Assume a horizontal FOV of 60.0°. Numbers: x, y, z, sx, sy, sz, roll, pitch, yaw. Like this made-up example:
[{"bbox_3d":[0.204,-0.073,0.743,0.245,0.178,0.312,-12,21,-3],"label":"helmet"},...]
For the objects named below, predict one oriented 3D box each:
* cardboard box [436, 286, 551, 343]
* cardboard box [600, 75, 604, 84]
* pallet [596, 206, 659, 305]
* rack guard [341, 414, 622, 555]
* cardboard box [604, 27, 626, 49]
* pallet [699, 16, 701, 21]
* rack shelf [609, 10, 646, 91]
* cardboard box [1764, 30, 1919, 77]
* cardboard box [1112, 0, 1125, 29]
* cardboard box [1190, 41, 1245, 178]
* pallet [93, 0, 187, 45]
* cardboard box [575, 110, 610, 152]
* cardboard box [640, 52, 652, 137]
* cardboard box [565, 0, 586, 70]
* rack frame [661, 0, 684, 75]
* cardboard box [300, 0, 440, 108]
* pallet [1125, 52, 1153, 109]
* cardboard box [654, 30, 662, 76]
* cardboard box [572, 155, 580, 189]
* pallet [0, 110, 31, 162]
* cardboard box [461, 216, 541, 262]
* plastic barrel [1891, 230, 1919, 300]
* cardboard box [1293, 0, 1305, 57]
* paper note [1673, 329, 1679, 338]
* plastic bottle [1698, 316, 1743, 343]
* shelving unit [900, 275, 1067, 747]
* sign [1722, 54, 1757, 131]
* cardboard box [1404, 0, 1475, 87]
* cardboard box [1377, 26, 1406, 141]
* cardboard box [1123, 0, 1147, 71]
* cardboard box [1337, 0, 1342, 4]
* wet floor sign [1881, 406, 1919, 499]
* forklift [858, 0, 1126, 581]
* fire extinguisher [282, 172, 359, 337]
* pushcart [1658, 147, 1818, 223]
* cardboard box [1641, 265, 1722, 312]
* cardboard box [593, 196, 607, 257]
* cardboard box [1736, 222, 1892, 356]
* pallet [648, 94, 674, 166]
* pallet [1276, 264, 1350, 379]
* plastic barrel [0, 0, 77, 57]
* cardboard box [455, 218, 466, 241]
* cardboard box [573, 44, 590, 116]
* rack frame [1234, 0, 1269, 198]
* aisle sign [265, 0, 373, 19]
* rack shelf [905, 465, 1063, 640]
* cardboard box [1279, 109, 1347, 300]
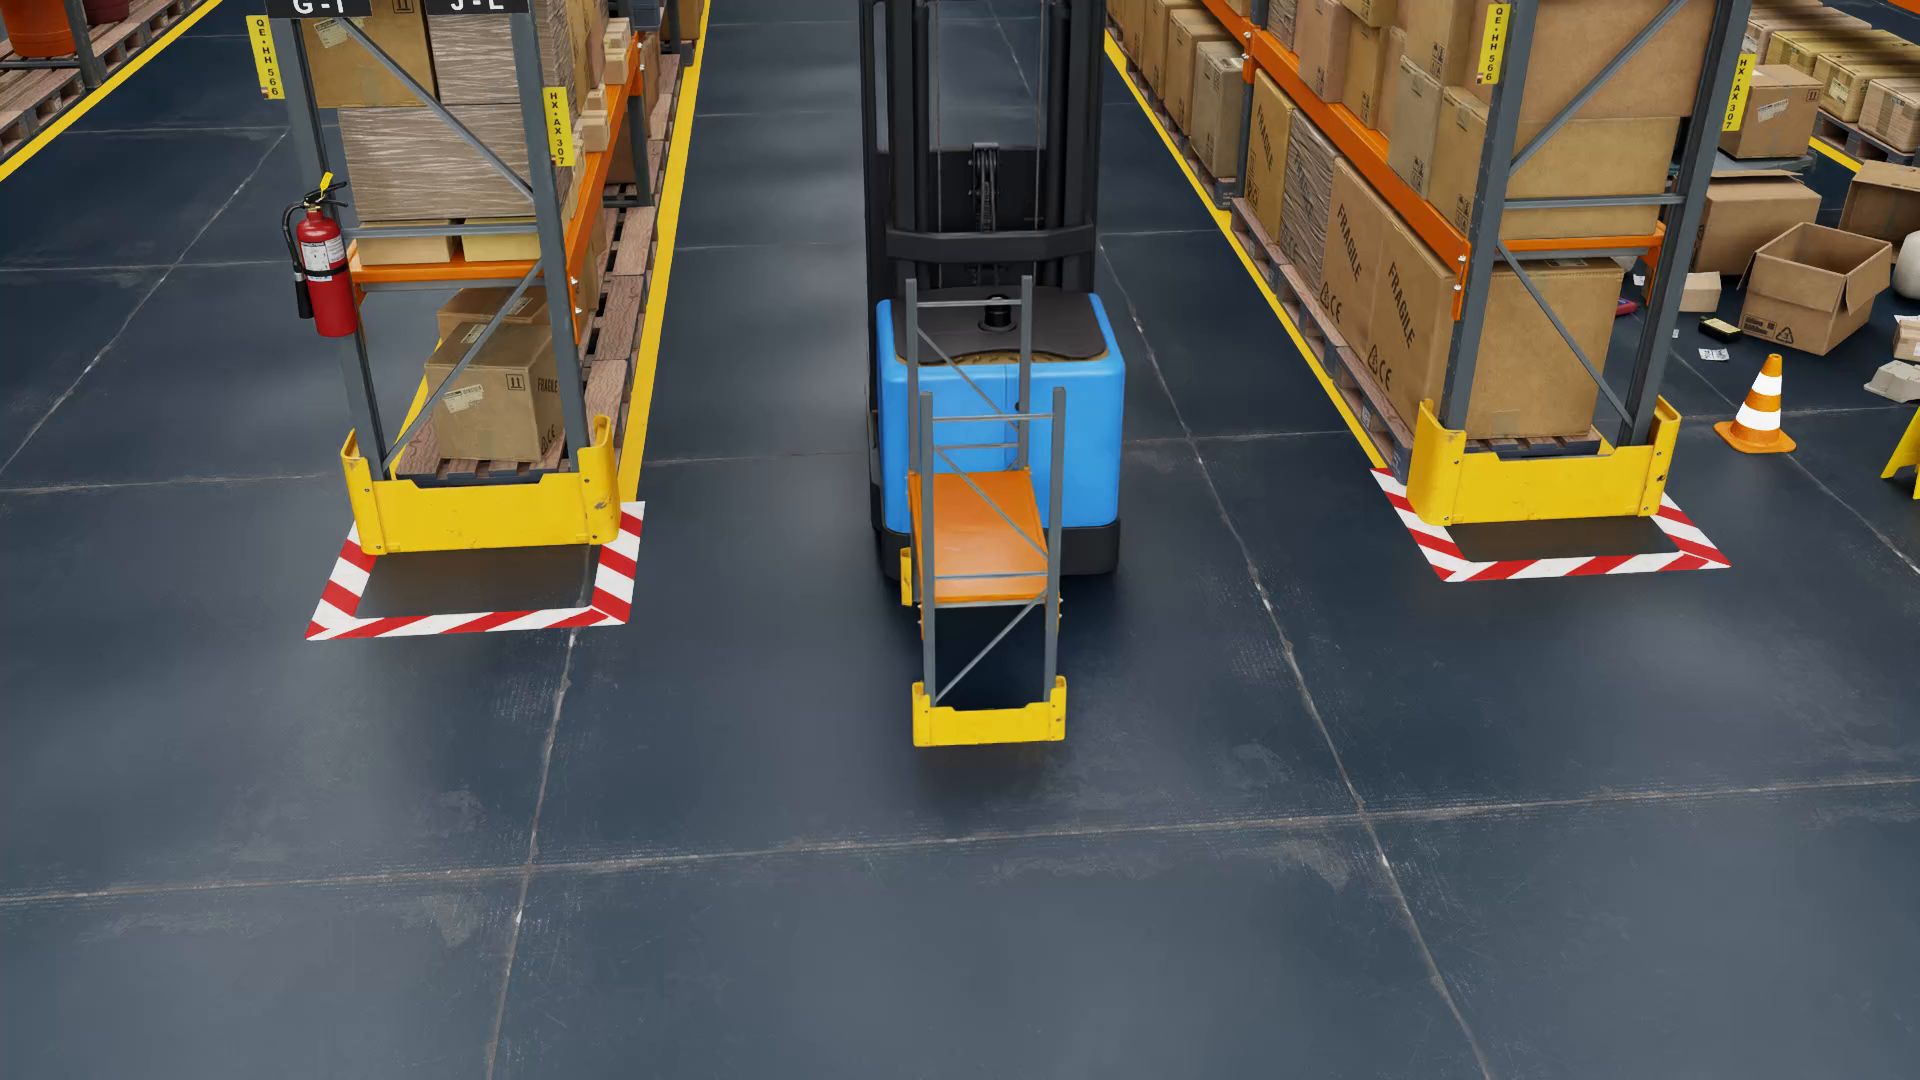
[{"bbox_3d":[-2.318,-1.024,8.567,0.500,0.500,0.500,5,31,8],"label":"cardboard box"},{"bbox_3d":[-2.180,-2.492,9.241,0.380,0.149,0.250,-3,31,-5],"label":"cardboard box"},{"bbox_3d":[-2.462,-1.797,10.553,1.003,0.211,1.213,-3,31,-5],"label":"pallet"},{"bbox_3d":[-2.193,-0.259,7.696,1.175,0.500,0.348,-3,31,-5],"label":"rack guard"},{"bbox_3d":[-2.233,-3.004,10.099,0.380,0.149,0.250,-3,31,-5],"label":"cardboard box"},{"bbox_3d":[-3.043,-5.208,16.264,1.003,0.211,1.213,-3,31,-5],"label":"pallet"},{"bbox_3d":[-2.747,-4.048,12.304,1.077,0.370,4.000,-3,31,-5],"label":"rack shelf"},{"bbox_3d":[7.118,-3.852,13.427,0.950,0.372,0.625,-2,31,-3],"label":"cardboard box"},{"bbox_3d":[1.692,-4.995,15.215,0.500,0.500,0.500,-3,31,-5],"label":"cardboard box"},{"bbox_3d":[2.240,-3.049,11.714,1.050,0.750,0.750,-3,31,-5],"label":"cardboard box"},{"bbox_3d":[-8.091,-4.966,15.857,1.003,0.211,1.213,-3,31,-5],"label":"pallet"},{"bbox_3d":[-2.019,-2.113,8.608,0.380,0.149,0.250,-3,31,-5],"label":"cardboard box"},{"bbox_3d":[-2.674,-3.296,12.352,0.700,0.500,0.500,-5,31,-9],"label":"cardboard box"},{"bbox_3d":[-2.006,-2.443,7.552,0.500,0.500,0.500,-3,31,-5],"label":"cardboard box"},{"bbox_3d":[-2.934,-5.378,13.829,1.000,3.000,0.127,-3,31,-5],"label":"rack frame"},{"bbox_3d":[-2.484,-2.162,7.083,0.500,0.500,0.500,-3,31,-5],"label":"cardboard box"},{"bbox_3d":[2.013,-3.961,14.175,1.003,0.211,1.213,-3,31,-5],"label":"pallet"},{"bbox_3d":[-2.851,-4.153,13.786,0.700,0.500,0.500,-4,31,-7],"label":"cardboard box"},{"bbox_3d":[-2.032,-1.726,7.960,0.380,0.149,0.250,-3,31,-5],"label":"cardboard box"},{"bbox_3d":[-7.720,-2.925,12.441,1.003,0.211,1.213,-3,31,-5],"label":"pallet"},{"bbox_3d":[-1.976,-1.343,7.318,0.380,0.149,0.250,-3,31,-5],"label":"cardboard box"},{"bbox_3d":[5.980,-1.644,10.090,0.512,0.421,0.421,20,36,29],"label":"plastic barrel"},{"bbox_3d":[2.508,-3.119,9.900,0.875,0.550,0.550,-3,31,-5],"label":"cardboard box"},{"bbox_3d":[4.202,-1.214,9.772,0.032,0.001,0.123,13,33,21],"label":"paper note"},{"bbox_3d":[4.444,-1.244,9.773,0.133,0.061,0.283,-14,33,-22],"label":"plastic bottle"},{"bbox_3d":[0.074,-0.131,6.507,0.587,1.500,1.083,-2,31,-4],"label":"shelving unit"},{"bbox_3d":[3.315,-1.909,7.099,0.100,0.325,0.005,-3,31,-5],"label":"sign"},{"bbox_3d":[2.622,-2.475,7.770,0.875,0.550,0.550,-3,31,-5],"label":"cardboard box"},{"bbox_3d":[2.681,-2.303,8.534,0.875,0.550,0.550,-3,31,-5],"label":"cardboard box"},{"bbox_3d":[1.981,-4.463,14.082,1.050,0.750,0.750,-3,31,-5],"label":"cardboard box"},{"bbox_3d":[2.469,-3.302,9.154,0.875,0.550,0.550,-3,31,-5],"label":"cardboard box"},{"bbox_3d":[4.736,-0.549,8.040,0.267,0.644,0.232,-8,32,-13],"label":"wet floor sign"},{"bbox_3d":[0.078,-1.804,7.911,1.130,2.935,3.031,-2,31,-4],"label":"forklift"},{"bbox_3d":[-2.634,-1.180,6.876,0.296,0.674,0.183,-3,31,-5],"label":"fire extinguisher"},{"bbox_3d":[5.041,-2.550,11.651,1.648,0.377,0.936,-14,33,-22],"label":"pushcart"},{"bbox_3d":[4.382,-1.559,10.101,0.396,0.266,0.258,2,31,4],"label":"cardboard box"},{"bbox_3d":[-2.501,-1.945,10.109,0.500,0.500,0.500,7,32,11],"label":"cardboard box"},{"bbox_3d":[4.996,-1.472,9.724,0.637,0.503,0.797,27,40,37],"label":"cardboard box"},{"bbox_3d":[-2.751,-3.160,12.835,1.003,0.211,1.213,-3,31,-5],"label":"pallet"},{"bbox_3d":[2.498,-1.308,9.735,1.003,0.211,1.213,-3,31,-5],"label":"pallet"},{"bbox_3d":[-7.928,-4.638,14.297,0.600,0.830,0.708,-3,31,-5],"label":"plastic barrel"},{"bbox_3d":[-2.441,-1.449,7.496,0.380,0.149,0.250,-3,31,-5],"label":"cardboard box"},{"bbox_3d":[-2.415,-2.509,8.638,0.875,0.500,0.500,-3,31,-5],"label":"cardboard box"},{"bbox_3d":[2.388,-3.522,10.721,1.000,3.000,0.127,-3,31,-5],"label":"rack frame"},{"bbox_3d":[-2.479,-2.364,6.247,0.394,0.787,0.004,-3,31,-5],"label":"aisle sign"},{"bbox_3d":[0.075,0.028,6.591,0.538,0.185,1.000,-2,31,-4],"label":"rack shelf"},{"bbox_3d":[2.465,-2.005,9.845,0.875,0.875,0.875,-3,31,-4],"label":"cardboard box"}]
